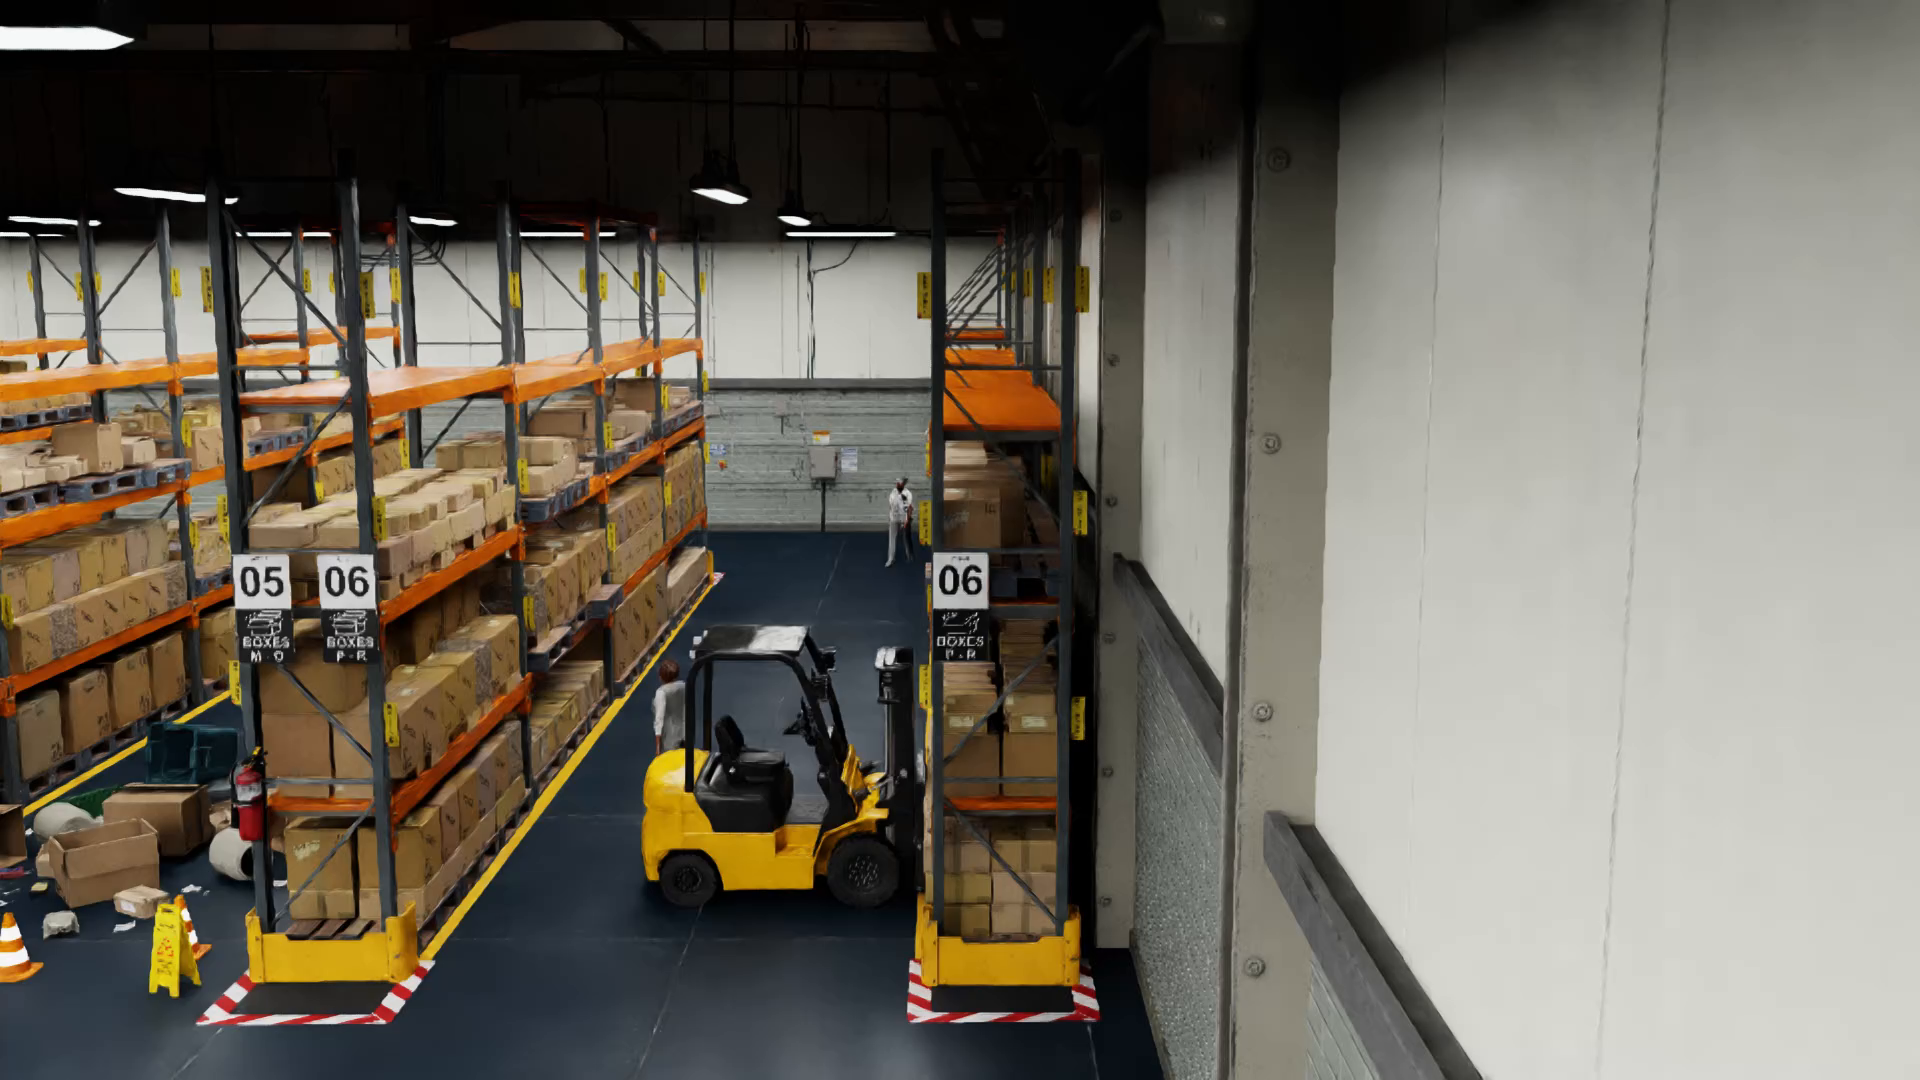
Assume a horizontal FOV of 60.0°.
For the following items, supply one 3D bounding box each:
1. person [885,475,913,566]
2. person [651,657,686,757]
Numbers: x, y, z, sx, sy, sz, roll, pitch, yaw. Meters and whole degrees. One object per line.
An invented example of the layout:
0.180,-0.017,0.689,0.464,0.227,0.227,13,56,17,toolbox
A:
-1.045,-0.362,29.513,0.443,1.616,0.993,1,9,9,person
-2.704,1.853,15.634,0.382,1.522,0.509,4,10,25,person
